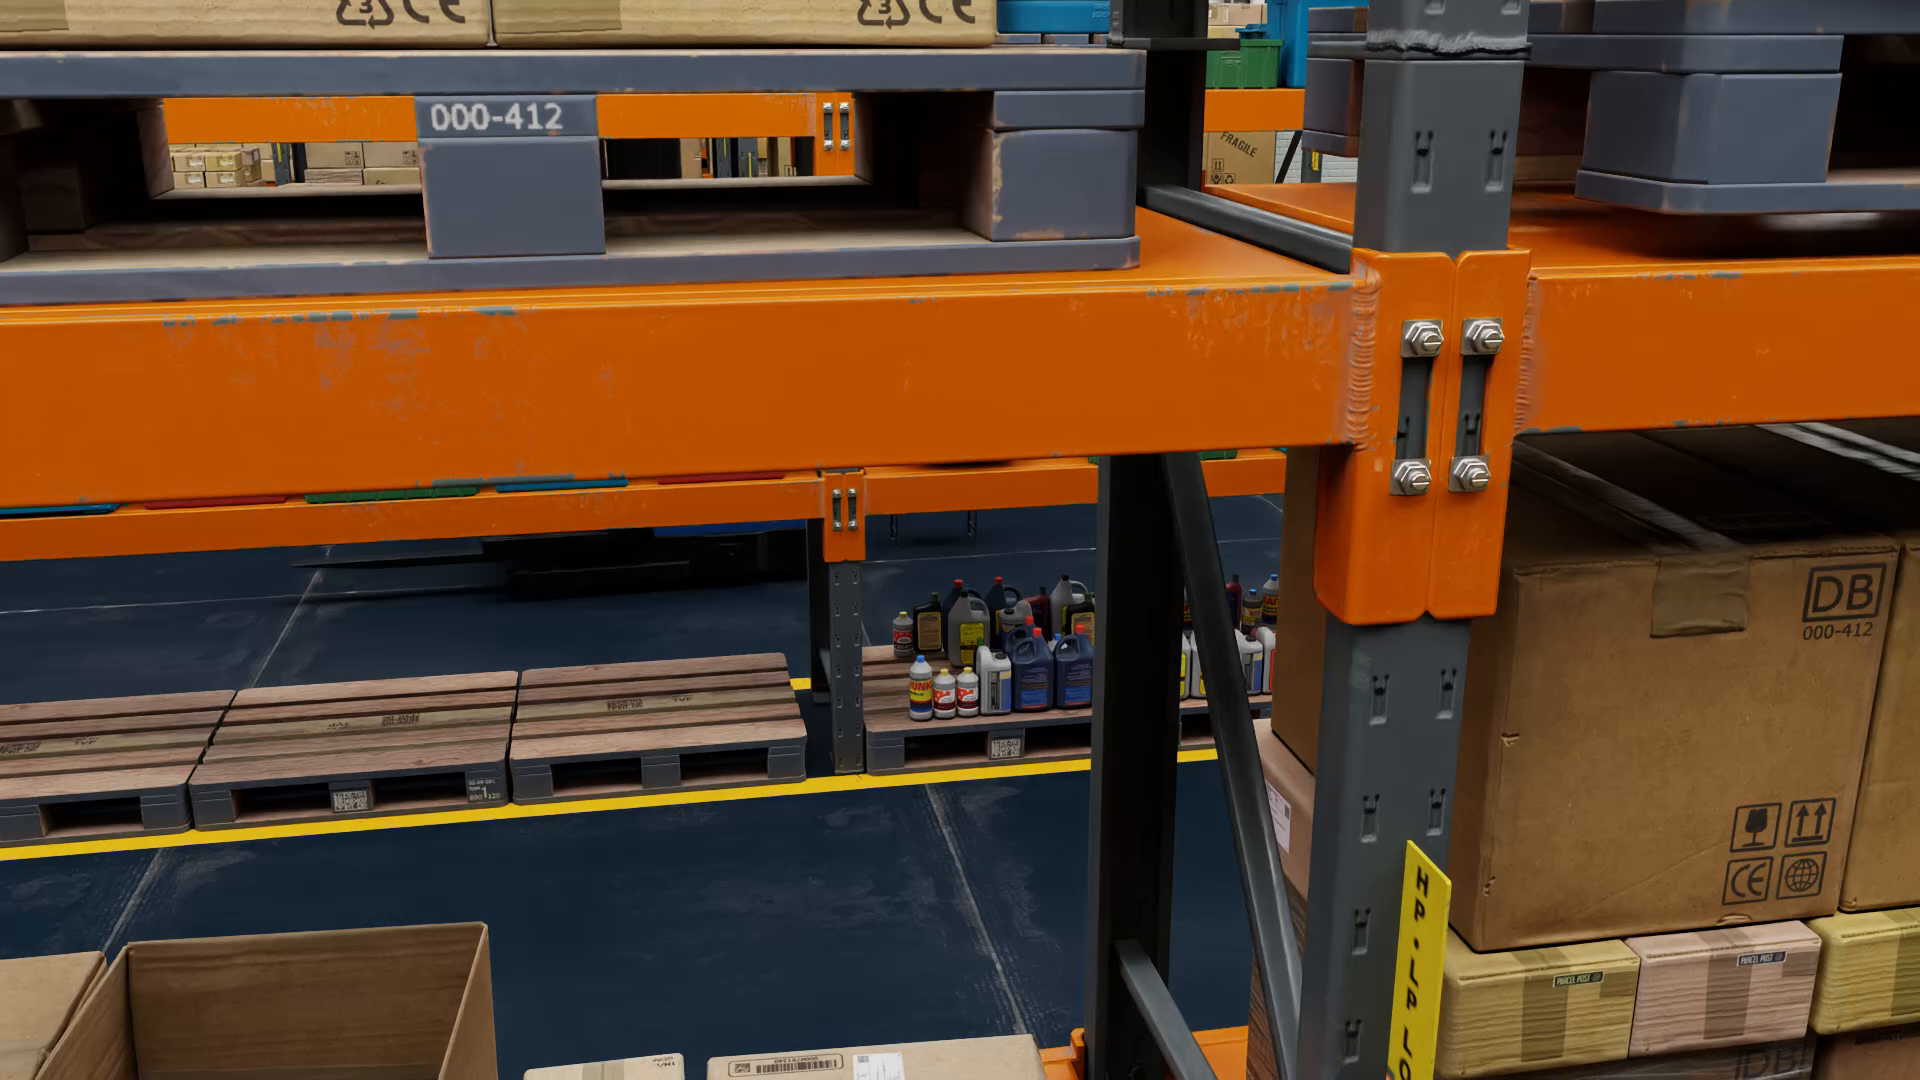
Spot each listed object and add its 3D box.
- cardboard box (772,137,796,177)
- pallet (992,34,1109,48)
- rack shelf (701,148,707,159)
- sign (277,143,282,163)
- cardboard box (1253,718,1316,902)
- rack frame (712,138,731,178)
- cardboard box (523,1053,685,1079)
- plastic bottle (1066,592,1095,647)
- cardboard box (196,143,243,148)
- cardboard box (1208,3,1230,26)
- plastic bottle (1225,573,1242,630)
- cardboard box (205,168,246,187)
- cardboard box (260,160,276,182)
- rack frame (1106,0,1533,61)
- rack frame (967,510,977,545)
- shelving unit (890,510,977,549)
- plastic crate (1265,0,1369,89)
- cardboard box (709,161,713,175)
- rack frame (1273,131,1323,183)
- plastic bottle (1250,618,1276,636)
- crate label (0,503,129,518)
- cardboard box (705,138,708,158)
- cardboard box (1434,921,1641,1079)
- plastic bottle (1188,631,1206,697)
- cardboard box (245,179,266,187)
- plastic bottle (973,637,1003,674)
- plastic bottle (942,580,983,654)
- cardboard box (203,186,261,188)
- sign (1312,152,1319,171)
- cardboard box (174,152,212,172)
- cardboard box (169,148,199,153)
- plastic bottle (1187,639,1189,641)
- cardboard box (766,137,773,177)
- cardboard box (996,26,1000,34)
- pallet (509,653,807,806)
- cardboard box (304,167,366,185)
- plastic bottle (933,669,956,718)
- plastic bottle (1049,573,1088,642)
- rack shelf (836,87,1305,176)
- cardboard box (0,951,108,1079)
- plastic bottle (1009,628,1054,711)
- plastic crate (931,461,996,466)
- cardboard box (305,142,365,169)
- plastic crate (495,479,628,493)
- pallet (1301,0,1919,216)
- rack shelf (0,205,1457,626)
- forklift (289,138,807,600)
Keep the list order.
[{"bbox_3d":[-1.012,-2.628,11.380,0.500,0.500,0.500,-3,17,-10],"label":"cardboard box"},{"bbox_3d":[0.128,-1.993,6.903,1.003,0.211,1.213,-3,17,-10],"label":"pallet"},{"bbox_3d":[-2.363,-6.063,26.170,4.000,0.370,1.077,-3,17,-10],"label":"rack shelf"},{"bbox_3d":[-6.159,-3.581,15.024,0.005,0.325,0.100,-3,17,-10],"label":"sign"},{"bbox_3d":[0.600,0.413,2.584,0.250,0.149,0.380,-3,17,-10],"label":"cardboard box"},{"bbox_3d":[-2.344,-3.444,16.416,0.127,3.000,1.000,-3,17,-10],"label":"rack frame"},{"bbox_3d":[-0.535,0.958,2.512,0.250,0.149,0.380,-3,17,-10],"label":"cardboard box"},{"bbox_3d":[0.566,0.388,7.817,0.133,0.283,0.061,-3,17,-10],"label":"plastic bottle"},{"bbox_3d":[-8.738,-4.645,19.732,0.500,0.250,0.500,-4,17,-12],"label":"cardboard box"},{"bbox_3d":[1.686,-3.651,11.558,0.250,0.149,0.380,-4,18,-13],"label":"cardboard box"},{"bbox_3d":[1.300,0.303,8.093,0.133,0.283,0.061,-3,17,-10],"label":"plastic bottle"},{"bbox_3d":[-6.670,-3.285,15.105,0.250,0.149,0.380,-3,17,-9],"label":"cardboard box"},{"bbox_3d":[-8.255,-4.435,19.897,0.500,0.250,0.500,-3,17,-9],"label":"cardboard box"},{"bbox_3d":[0.374,-2.020,1.563,0.127,3.000,1.000,-3,17,-10],"label":"rack frame"},{"bbox_3d":[0.077,-0.578,10.150,0.015,1.200,0.240,-3,17,-10],"label":"rack frame"},{"bbox_3d":[-0.163,-0.564,10.106,0.503,1.200,0.258,-3,17,-10],"label":"shelving unit"},{"bbox_3d":[1.550,-2.037,6.752,0.575,0.384,0.392,-3,17,-10],"label":"plastic crate"},{"bbox_3d":[-3.012,-4.670,20.836,0.250,0.149,0.380,-3,17,-11],"label":"cardboard box"},{"bbox_3d":[2.425,-2.231,12.467,0.127,3.000,1.000,-3,17,-10],"label":"rack frame"},{"bbox_3d":[1.372,0.489,7.488,0.133,0.283,0.061,-3,17,-10],"label":"plastic bottle"},{"bbox_3d":[-3.463,-0.352,6.289,0.616,0.435,0.502,-3,17,-10],"label":"crate label"},{"bbox_3d":[-2.993,-5.152,21.299,0.500,0.500,0.500,-4,17,-12],"label":"cardboard box"},{"bbox_3d":[0.674,0.531,2.201,0.250,0.149,0.380,-3,17,-11],"label":"cardboard box"},{"bbox_3d":[1.094,0.505,7.320,0.185,0.351,0.144,-3,17,-8],"label":"plastic bottle"},{"bbox_3d":[-6.749,-3.335,15.774,0.250,0.149,0.380,-3,17,-11],"label":"cardboard box"},{"bbox_3d":[0.125,0.560,7.258,0.133,0.283,0.061,-3,17,-10],"label":"plastic bottle"},{"bbox_3d":[0.015,0.356,7.805,0.185,0.351,0.144,-4,17,-12],"label":"plastic bottle"},{"bbox_3d":[-4.907,-2.076,11.076,0.500,0.500,0.500,-5,18,-17],"label":"cardboard box"},{"bbox_3d":[2.511,-2.775,11.726,0.005,0.325,0.100,-3,17,-10],"label":"sign"},{"bbox_3d":[-6.912,-3.413,15.015,0.250,0.149,0.380,-3,17,-11],"label":"cardboard box"},{"bbox_3d":[-7.266,-3.588,15.585,0.250,0.149,0.380,-3,17,-11],"label":"cardboard box"},{"bbox_3d":[1.028,0.544,7.447,0.097,0.201,0.097,0,17,0],"label":"plastic bottle"},{"bbox_3d":[-1.112,-2.781,11.877,0.500,0.500,0.500,-3,17,-10],"label":"cardboard box"},{"bbox_3d":[-0.003,-3.377,11.346,0.500,0.250,0.500,-4,18,-13],"label":"cardboard box"},{"bbox_3d":[-1.326,0.807,7.324,1.213,0.211,1.003,-3,17,-10],"label":"pallet"},{"bbox_3d":[-5.779,-3.216,15.504,0.500,0.500,0.500,-3,17,-10],"label":"cardboard box"},{"bbox_3d":[-0.067,0.650,7.104,0.097,0.201,0.097,0,17,0],"label":"plastic bottle"},{"bbox_3d":[0.521,0.328,7.898,0.185,0.351,0.144,-3,17,-11],"label":"plastic bottle"},{"bbox_3d":[1.401,-1.782,7.121,4.000,0.370,1.077,-3,17,-10],"label":"rack shelf"},{"bbox_3d":[-1.392,0.895,2.119,0.500,0.500,0.500,-3,17,-10],"label":"cardboard box"},{"bbox_3d":[0.309,0.550,7.175,0.185,0.351,0.144,-3,17,-9],"label":"plastic bottle"},{"bbox_3d":[-0.024,-0.543,7.078,0.504,0.338,0.767,-3,17,-10],"label":"plastic crate"},{"bbox_3d":[-5.828,-3.769,15.601,0.500,0.500,0.700,-3,17,-11],"label":"cardboard box"},{"bbox_3d":[-1.586,-0.422,6.604,0.575,0.384,0.392,-3,17,-10],"label":"plastic crate"},{"bbox_3d":[1.206,-0.599,2.195,1.213,0.211,1.003,-3,17,-10],"label":"pallet"},{"bbox_3d":[-1.590,-0.131,1.746,4.000,0.370,1.077,-3,17,-10],"label":"rack shelf"},{"bbox_3d":[-2.263,-1.239,9.352,3.031,2.935,1.130,-4,17,-12],"label":"forklift"}]
